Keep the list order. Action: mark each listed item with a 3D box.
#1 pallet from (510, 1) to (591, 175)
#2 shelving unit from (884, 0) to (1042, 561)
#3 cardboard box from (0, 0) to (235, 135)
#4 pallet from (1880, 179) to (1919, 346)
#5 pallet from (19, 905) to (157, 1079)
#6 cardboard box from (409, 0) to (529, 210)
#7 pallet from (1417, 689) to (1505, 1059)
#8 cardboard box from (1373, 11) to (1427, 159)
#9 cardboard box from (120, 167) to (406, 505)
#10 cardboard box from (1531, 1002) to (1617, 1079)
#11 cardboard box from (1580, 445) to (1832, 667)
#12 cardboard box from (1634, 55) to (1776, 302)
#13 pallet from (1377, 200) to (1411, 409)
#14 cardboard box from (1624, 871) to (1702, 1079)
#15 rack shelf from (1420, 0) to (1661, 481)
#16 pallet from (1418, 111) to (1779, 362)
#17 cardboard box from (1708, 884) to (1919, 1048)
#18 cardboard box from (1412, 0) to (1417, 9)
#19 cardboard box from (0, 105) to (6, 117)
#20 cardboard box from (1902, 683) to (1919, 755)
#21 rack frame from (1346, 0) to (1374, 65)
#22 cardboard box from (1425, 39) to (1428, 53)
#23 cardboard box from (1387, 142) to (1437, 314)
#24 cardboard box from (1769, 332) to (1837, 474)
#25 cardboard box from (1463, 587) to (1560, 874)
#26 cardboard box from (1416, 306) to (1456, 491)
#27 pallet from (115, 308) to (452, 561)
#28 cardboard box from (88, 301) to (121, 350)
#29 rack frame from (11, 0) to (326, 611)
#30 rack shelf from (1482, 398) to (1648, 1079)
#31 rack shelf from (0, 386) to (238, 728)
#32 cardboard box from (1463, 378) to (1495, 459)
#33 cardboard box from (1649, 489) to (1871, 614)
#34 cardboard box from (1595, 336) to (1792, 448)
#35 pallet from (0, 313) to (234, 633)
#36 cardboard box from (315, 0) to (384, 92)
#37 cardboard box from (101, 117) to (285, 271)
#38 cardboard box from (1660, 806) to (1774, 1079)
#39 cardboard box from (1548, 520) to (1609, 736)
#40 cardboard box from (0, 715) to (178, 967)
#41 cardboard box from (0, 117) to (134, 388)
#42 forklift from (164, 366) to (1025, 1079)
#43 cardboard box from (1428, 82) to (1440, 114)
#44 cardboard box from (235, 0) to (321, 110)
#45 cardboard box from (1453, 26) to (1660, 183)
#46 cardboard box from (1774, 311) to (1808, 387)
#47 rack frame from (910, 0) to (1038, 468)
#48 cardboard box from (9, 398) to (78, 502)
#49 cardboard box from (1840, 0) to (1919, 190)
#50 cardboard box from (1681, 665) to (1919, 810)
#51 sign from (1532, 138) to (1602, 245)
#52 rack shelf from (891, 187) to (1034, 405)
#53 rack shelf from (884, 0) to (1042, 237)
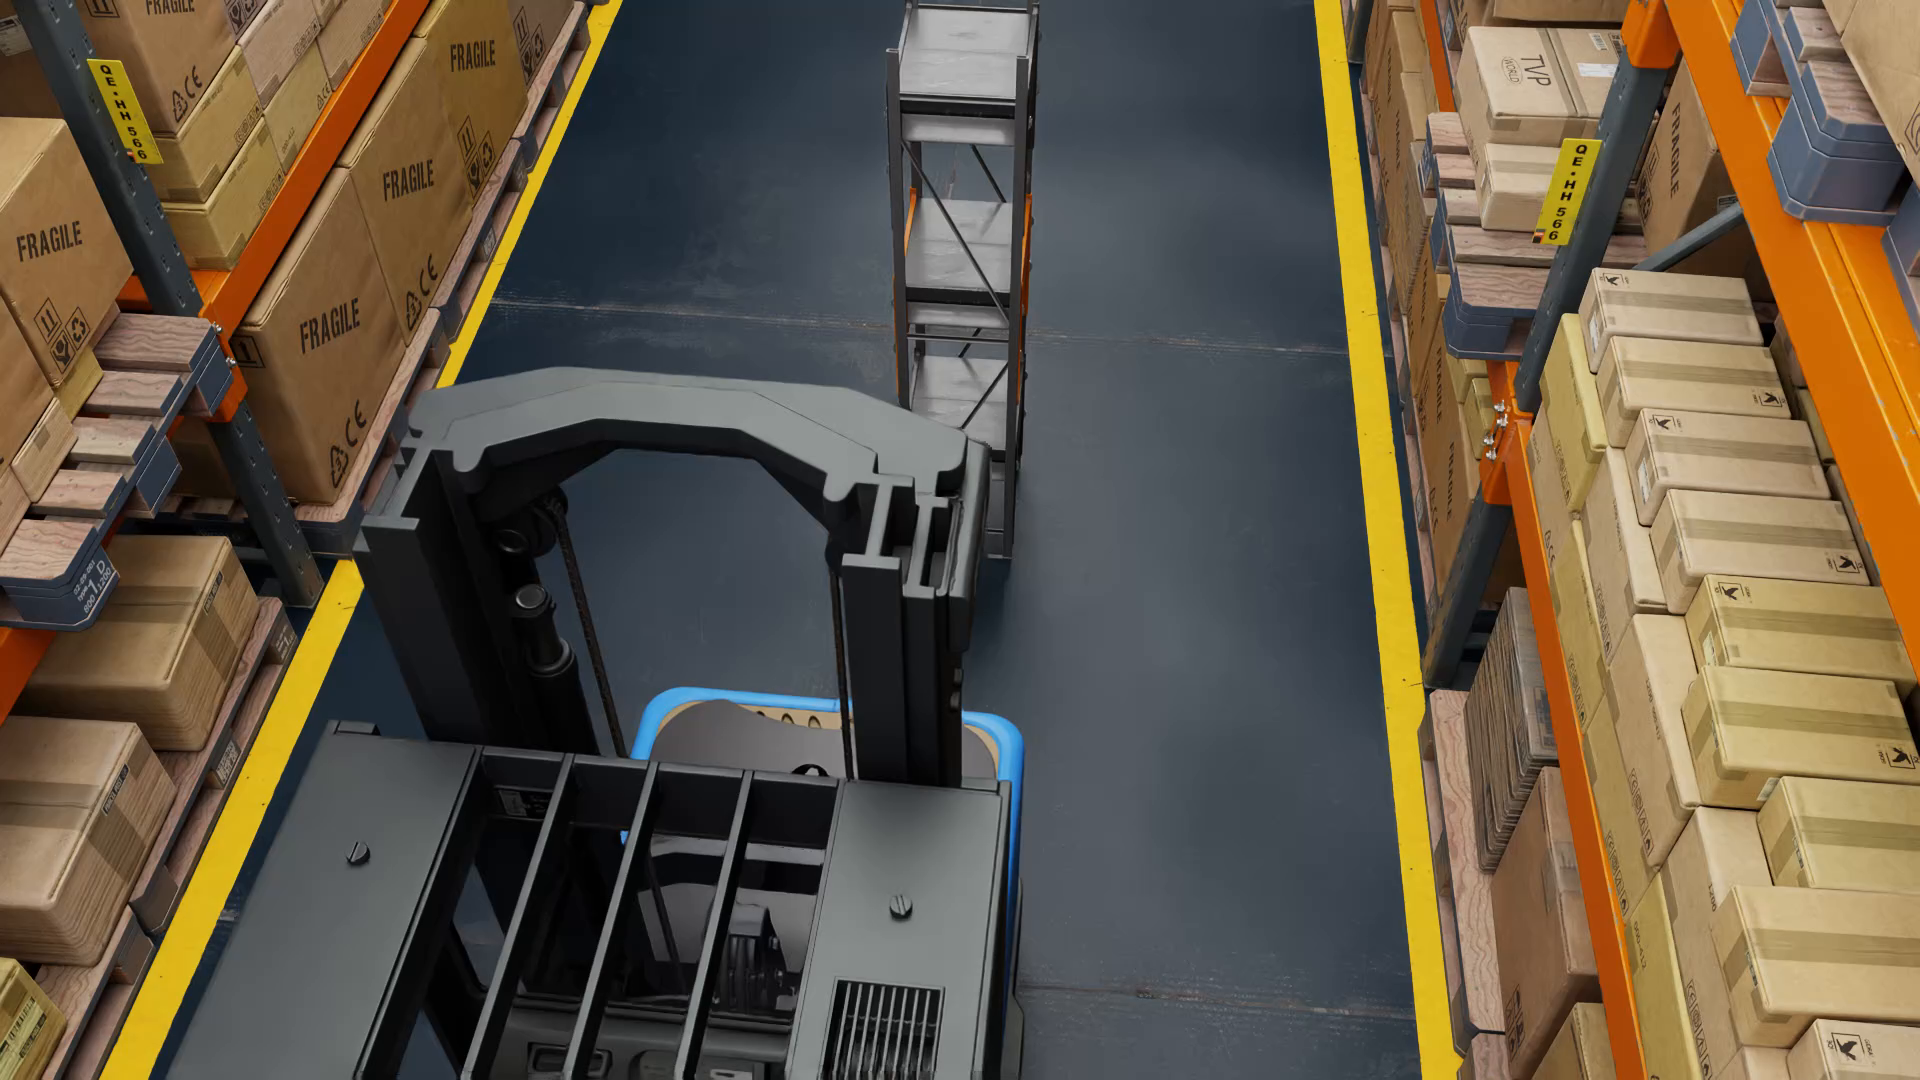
[{"bbox_3d":[-2.460,-2.262,8.175,1.003,0.211,1.213,4,48,4],"label":"pallet"},{"bbox_3d":[0.015,-0.830,5.586,0.431,2.100,0.503,4,48,4],"label":"shelving unit"},{"bbox_3d":[-2.541,-1.553,4.892,0.500,0.500,0.500,2,48,2],"label":"cardboard box"},{"bbox_3d":[2.042,-0.126,2.428,1.003,0.211,1.213,6,48,5],"label":"pallet"},{"bbox_3d":[-3.016,1.574,4.668,1.003,0.211,1.213,4,48,4],"label":"pallet"},{"bbox_3d":[-2.516,-2.074,7.270,0.875,0.875,0.875,5,48,5],"label":"cardboard box"},{"bbox_3d":[2.000,1.039,5.157,1.003,0.211,1.213,4,48,4],"label":"pallet"},{"bbox_3d":[2.172,-2.010,7.465,0.500,0.500,0.500,3,48,3],"label":"cardboard box"},{"bbox_3d":[-2.684,-0.762,6.070,0.875,0.875,0.875,3,48,3],"label":"cardboard box"},{"bbox_3d":[1.931,1.588,4.089,0.875,0.625,0.625,2,48,2],"label":"cardboard box"},{"bbox_3d":[1.784,0.055,3.930,0.500,0.250,0.500,5,48,5],"label":"cardboard box"},{"bbox_3d":[2.317,-1.048,4.823,0.500,0.500,0.500,6,48,5],"label":"cardboard box"},{"bbox_3d":[2.334,-1.003,7.025,1.003,0.211,1.213,4,48,4],"label":"pallet"},{"bbox_3d":[1.691,0.985,3.418,0.500,0.250,0.500,5,48,5],"label":"cardboard box"},{"bbox_3d":[2.296,-1.731,6.288,1.077,0.370,4.000,4,48,4],"label":"rack shelf"},{"bbox_3d":[2.106,-0.942,5.209,1.213,0.211,1.003,4,48,4],"label":"pallet"},{"bbox_3d":[1.594,0.775,3.001,0.380,0.149,0.250,3,48,2],"label":"cardboard box"},{"bbox_3d":[2.233,-2.506,7.479,0.380,0.149,0.250,3,48,2],"label":"cardboard box"},{"bbox_3d":[-3.043,-1.604,4.939,0.500,0.500,0.500,3,48,2],"label":"cardboard box"},{"bbox_3d":[2.257,0.470,3.550,0.500,0.250,0.500,4,48,3],"label":"cardboard box"},{"bbox_3d":[2.479,-3.444,7.367,1.000,3.000,0.127,4,48,4],"label":"rack frame"},{"bbox_3d":[2.209,-2.115,7.121,0.380,0.149,0.250,3,48,3],"label":"cardboard box"},{"bbox_3d":[2.068,-1.262,6.781,0.500,0.500,0.500,2,48,2],"label":"cardboard box"},{"bbox_3d":[2.350,-0.274,4.231,0.500,0.250,0.500,5,48,4],"label":"cardboard box"},{"bbox_3d":[2.044,0.613,4.982,0.875,0.625,0.625,5,48,5],"label":"cardboard box"},{"bbox_3d":[1.995,-0.495,6.079,0.500,0.500,0.500,3,48,3],"label":"cardboard box"},{"bbox_3d":[-2.682,-0.469,6.536,1.003,0.211,1.213,4,48,4],"label":"pallet"},{"bbox_3d":[-2.625,-0.636,4.684,0.380,0.149,0.250,5,48,5],"label":"cardboard box"},{"bbox_3d":[-2.829,-0.835,4.981,1.000,3.000,0.127,4,48,4],"label":"rack frame"},{"bbox_3d":[1.932,1.208,3.600,1.077,0.370,4.000,4,48,4],"label":"rack shelf"},{"bbox_3d":[-3.012,0.877,3.903,1.077,0.370,4.000,4,48,4],"label":"rack shelf"},{"bbox_3d":[1.907,-0.401,5.554,0.380,0.149,0.250,2,48,2],"label":"cardboard box"},{"bbox_3d":[1.760,0.037,3.676,0.380,0.149,0.250,4,48,4],"label":"cardboard box"},{"bbox_3d":[1.769,-0.346,4.027,0.380,0.149,0.250,5,48,4],"label":"cardboard box"},{"bbox_3d":[-2.788,-0.240,4.567,1.213,0.211,1.003,4,48,4],"label":"pallet"},{"bbox_3d":[-2.451,-1.891,6.049,0.500,0.250,0.500,5,48,5],"label":"cardboard box"},{"bbox_3d":[-2.534,-1.128,5.350,0.500,0.250,0.500,3,48,3],"label":"cardboard box"},{"bbox_3d":[1.696,0.815,3.234,0.500,0.250,0.500,4,48,4],"label":"cardboard box"},{"bbox_3d":[1.780,0.225,4.113,0.500,0.250,0.500,3,48,3],"label":"cardboard box"},{"bbox_3d":[-2.950,0.867,4.921,0.950,0.372,0.625,3,48,3],"label":"cardboard box"},{"bbox_3d":[-2.594,-0.759,4.357,0.500,0.500,0.500,3,48,2],"label":"cardboard box"},{"bbox_3d":[-0.491,1.242,3.128,1.130,2.935,3.031,5,48,4],"label":"forklift"},{"bbox_3d":[2.124,-1.751,6.789,0.380,0.149,0.250,5,48,5],"label":"cardboard box"},{"bbox_3d":[-2.489,-1.689,5.525,0.500,0.250,0.500,5,48,4],"label":"cardboard box"},{"bbox_3d":[1.888,-1.393,5.308,0.500,0.250,0.500,2,48,2],"label":"cardboard box"},{"bbox_3d":[2.286,-0.504,4.171,0.380,0.149,0.250,5,48,5],"label":"cardboard box"},{"bbox_3d":[0.037,-1.010,5.750,0.400,2.100,0.015,4,48,4],"label":"rack frame"},{"bbox_3d":[-2.556,-0.246,4.328,0.380,0.149,0.250,4,48,3],"label":"cardboard box"},{"bbox_3d":[1.859,-0.833,2.526,0.700,0.500,0.500,3,48,3],"label":"cardboard box"},{"bbox_3d":[1.685,0.406,3.338,0.380,0.149,0.250,5,48,4],"label":"cardboard box"},{"bbox_3d":[1.573,-0.898,4.308,0.100,0.325,0.005,4,48,4],"label":"sign"},{"bbox_3d":[0.015,-0.821,5.597,0.431,0.518,0.480,4,48,4],"label":"rack shelf"},{"bbox_3d":[0.015,-1.294,5.080,0.431,0.518,0.480,4,48,4],"label":"rack shelf"}]
